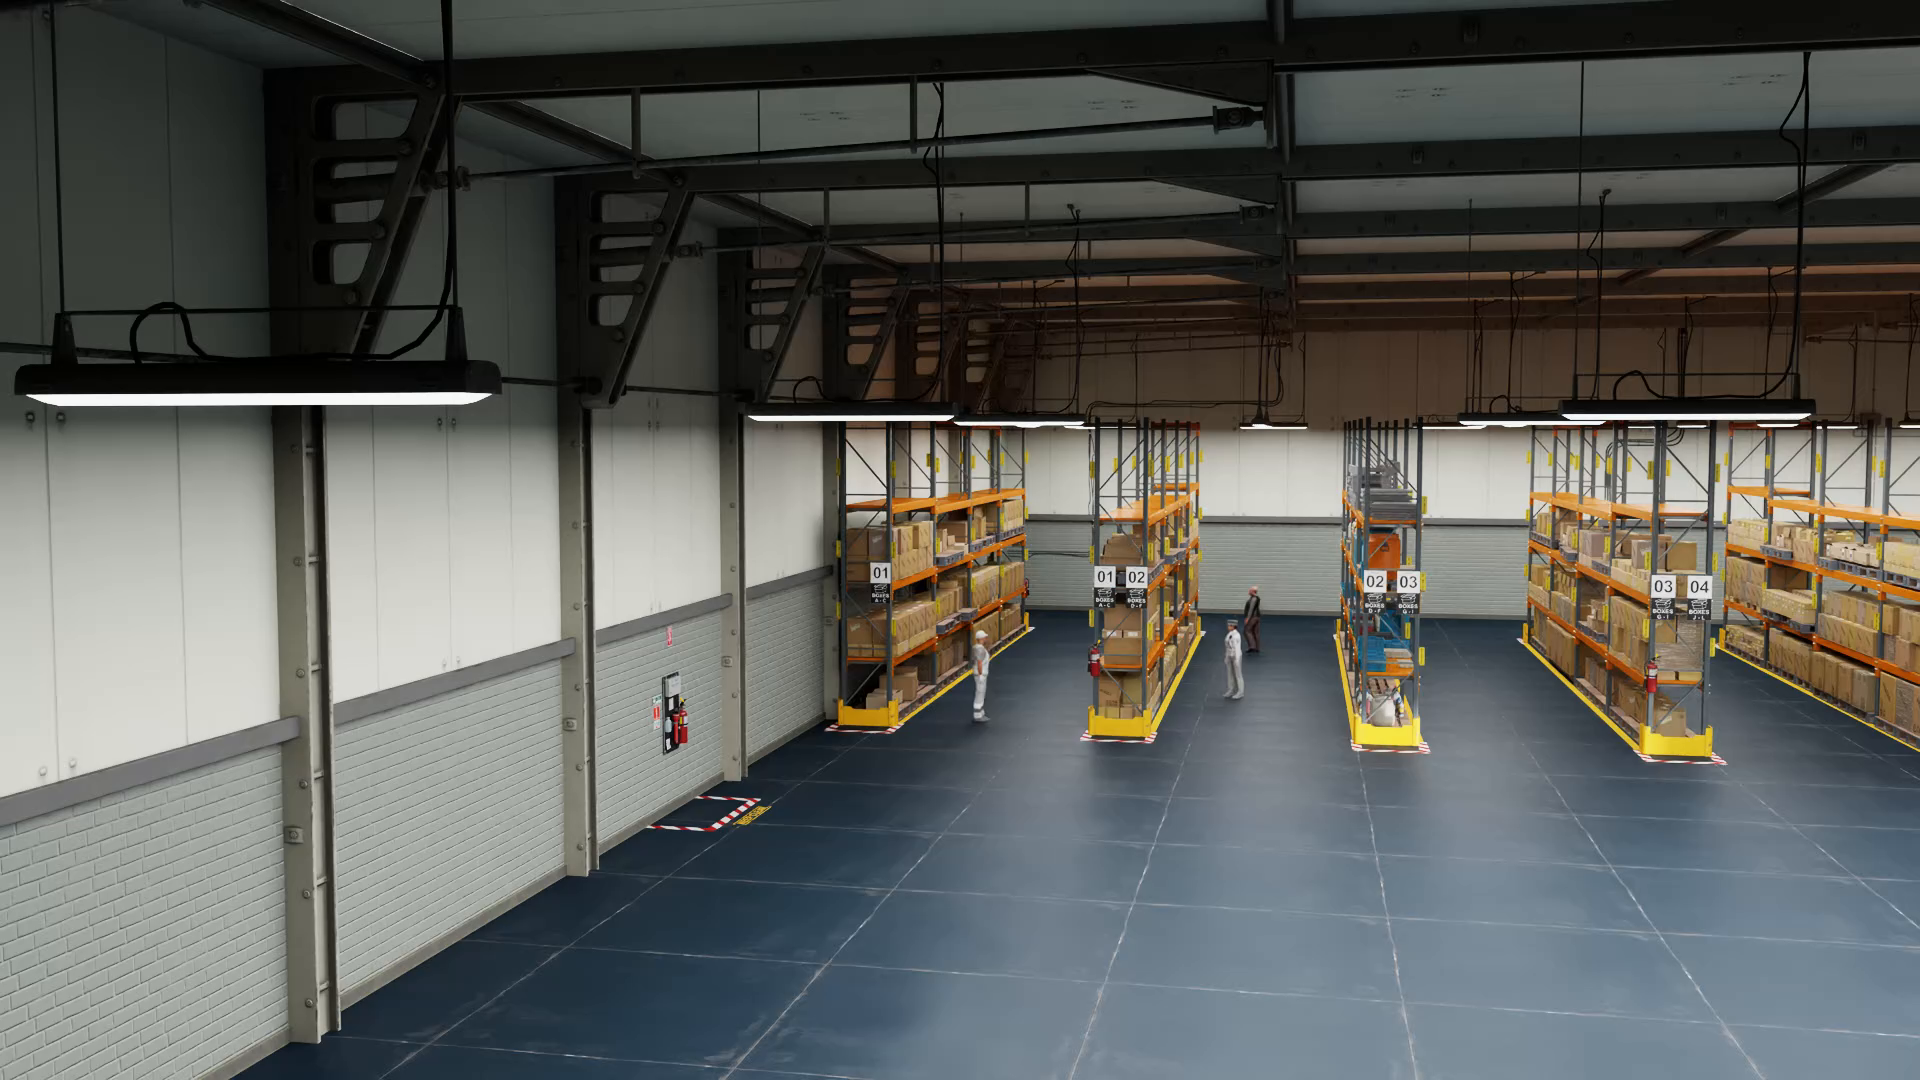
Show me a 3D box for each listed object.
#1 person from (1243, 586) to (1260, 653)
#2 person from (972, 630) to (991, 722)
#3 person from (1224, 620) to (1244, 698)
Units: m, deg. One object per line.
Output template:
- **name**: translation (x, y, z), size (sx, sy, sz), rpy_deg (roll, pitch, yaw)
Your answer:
- **person**: translation (7.541, 2.059, 42.953), size (0.366, 1.725, 0.610), rpy_deg (2, 4, 26)
- **person**: translation (0.442, 2.700, 32.954), size (0.406, 1.833, 0.598), rpy_deg (-1, 4, -8)
- **person**: translation (5.903, 2.555, 35.898), size (0.381, 1.681, 0.504), rpy_deg (-1, 4, -21)
